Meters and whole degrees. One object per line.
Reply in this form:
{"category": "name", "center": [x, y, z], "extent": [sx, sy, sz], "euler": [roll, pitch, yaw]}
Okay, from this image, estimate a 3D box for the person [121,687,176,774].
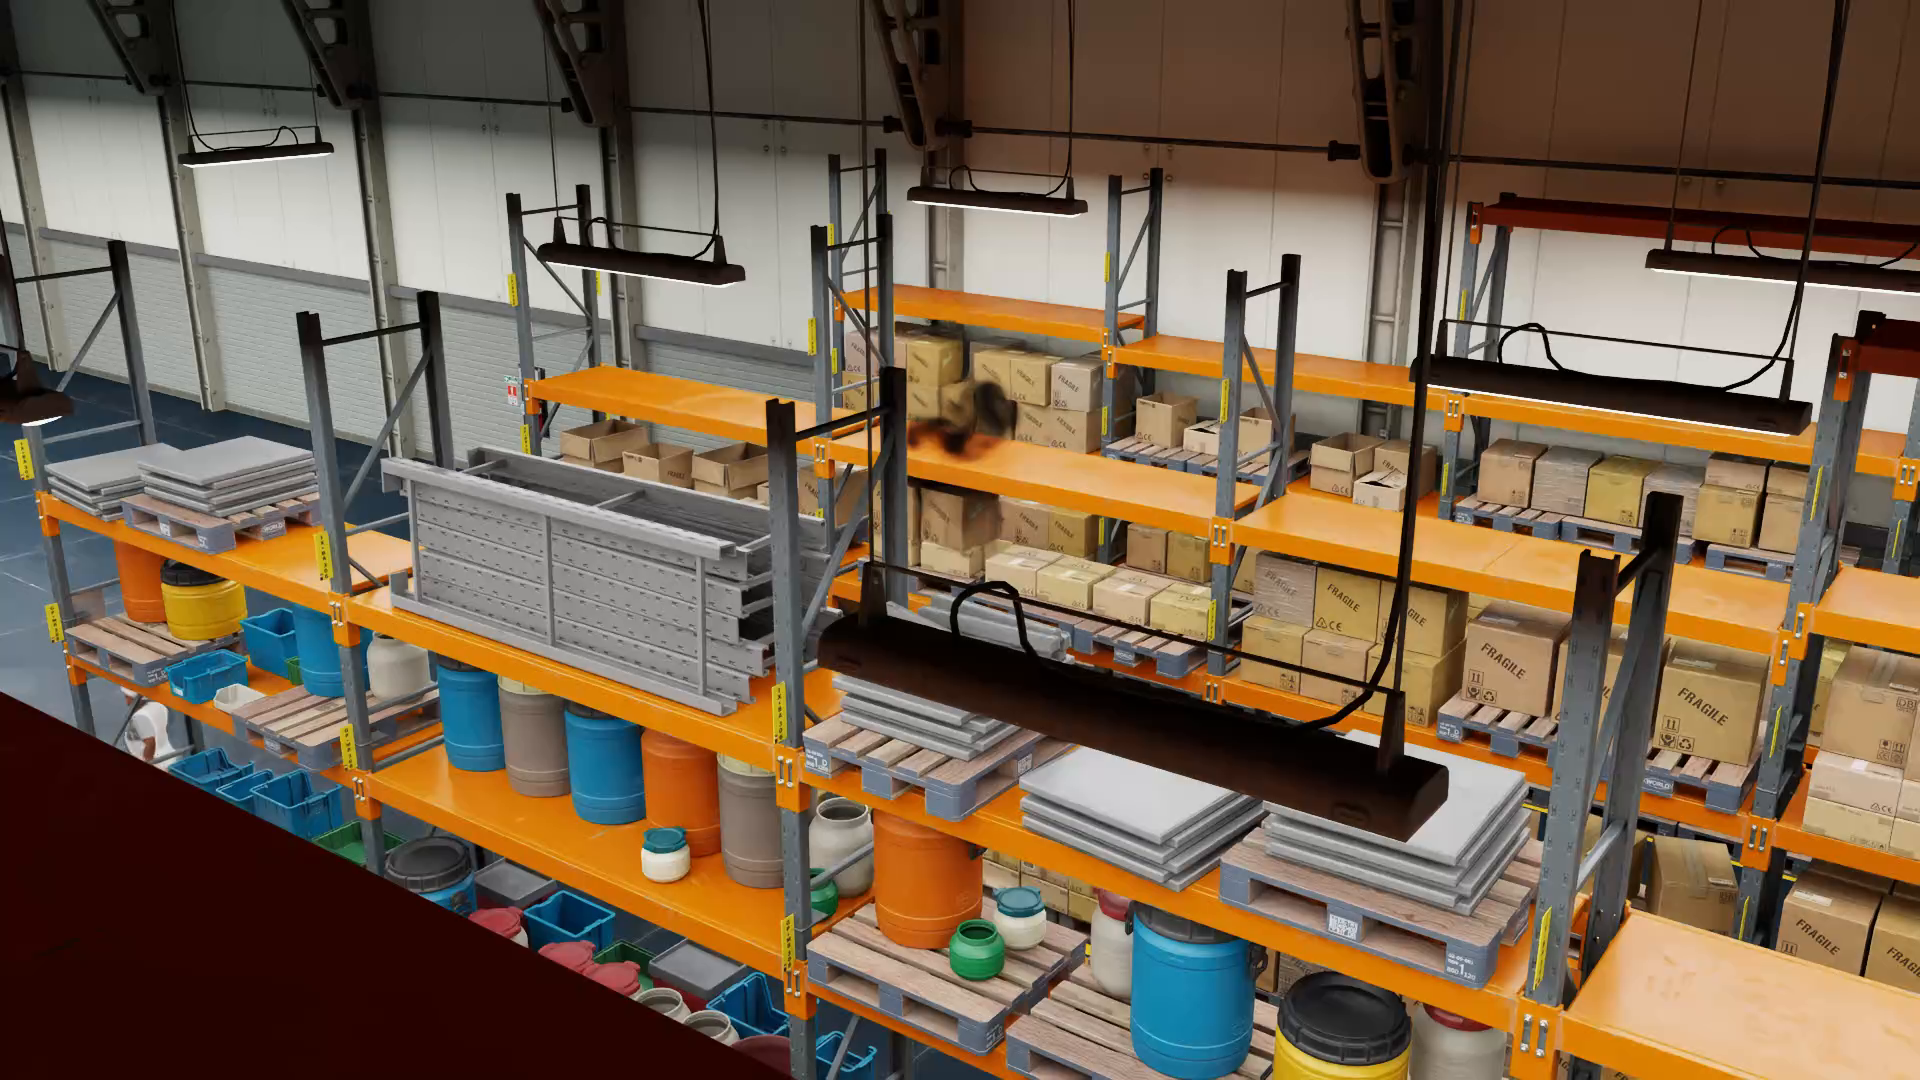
{"category": "person", "center": [-7.736, 2.158, 15.954], "extent": [0.669, 1.737, 0.714], "euler": [-2, 19, -6]}
